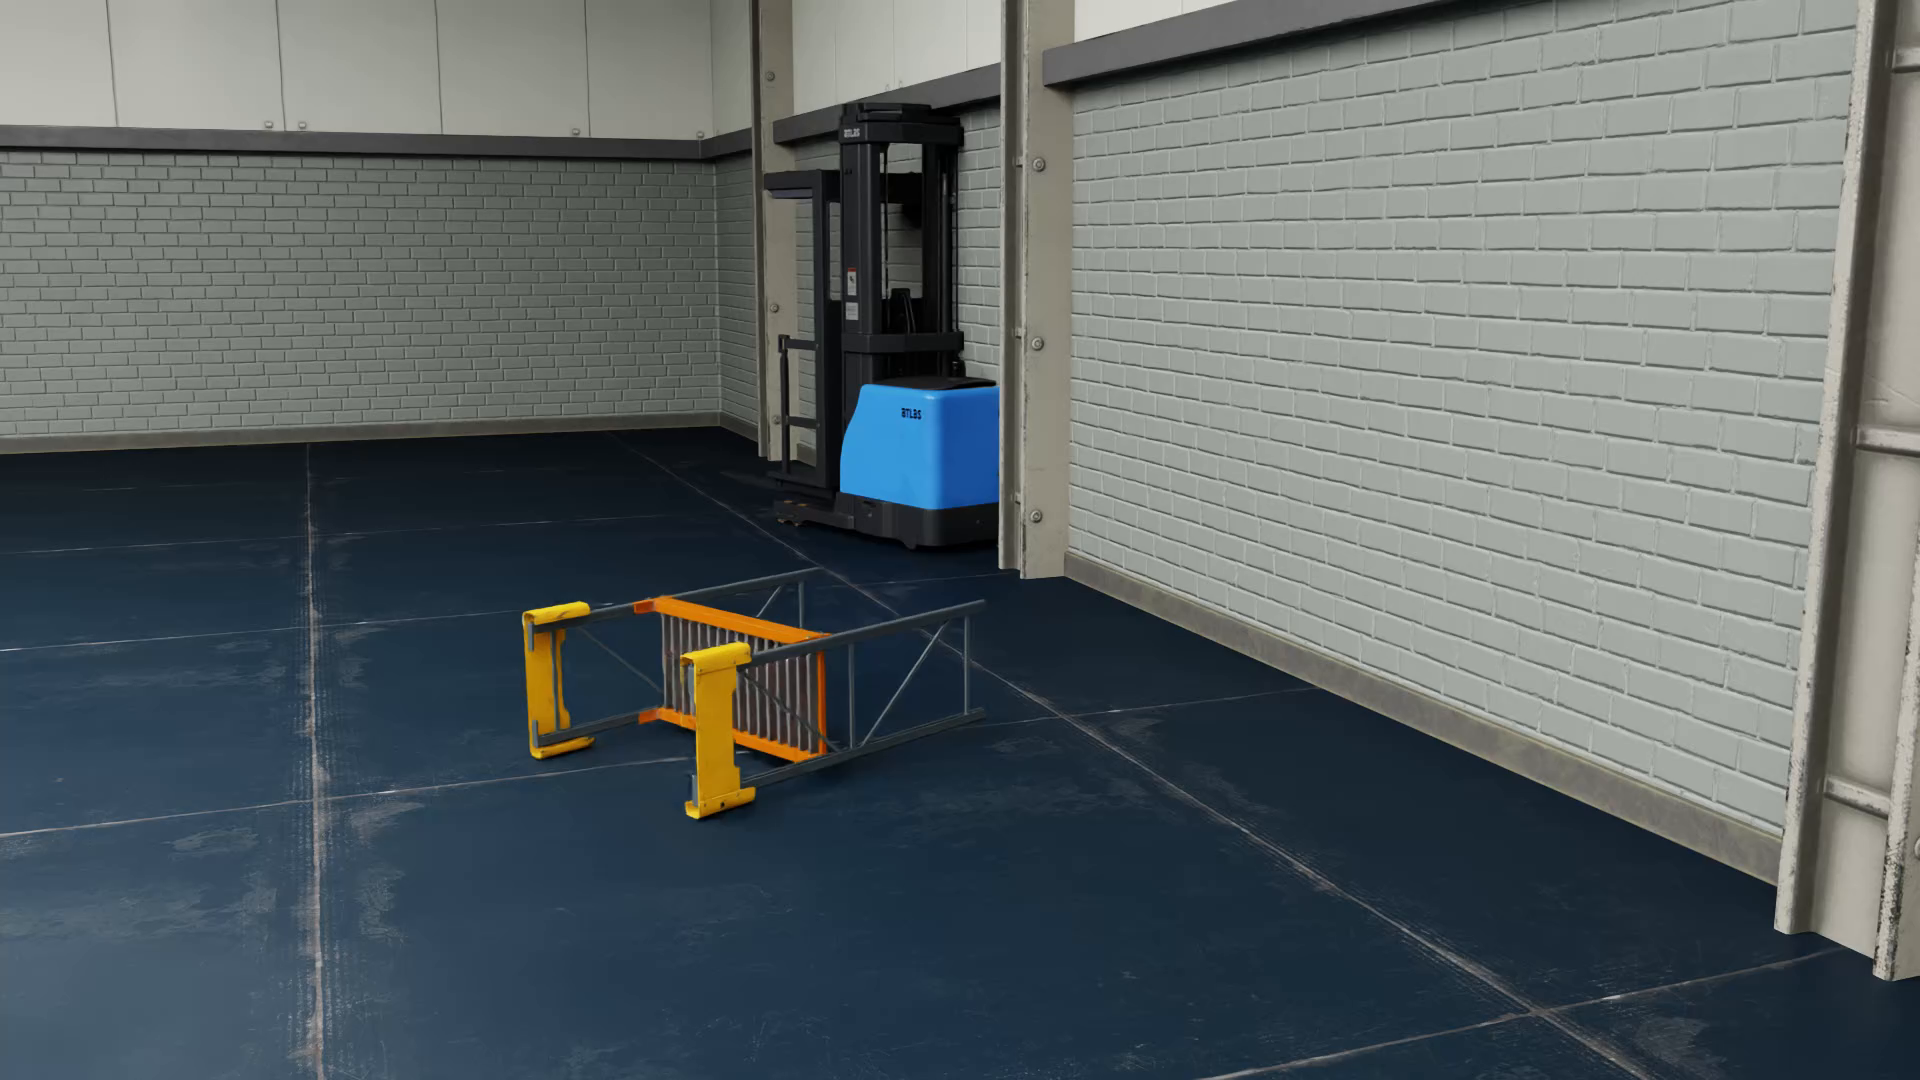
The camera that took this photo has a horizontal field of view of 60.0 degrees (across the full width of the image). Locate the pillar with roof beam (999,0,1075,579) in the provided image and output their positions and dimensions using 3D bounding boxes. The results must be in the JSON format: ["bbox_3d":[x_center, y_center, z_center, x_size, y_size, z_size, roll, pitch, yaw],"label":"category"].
[{"bbox_3d":[-3.557,-3.962,7.999,9.100,9.000,0.400,-4,11,-21],"label":"pillar with roof beam"}]

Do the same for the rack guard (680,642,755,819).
[{"bbox_3d":[-0.858,0.673,5.902,0.087,0.587,0.250,9,14,43],"label":"rack guard"}]

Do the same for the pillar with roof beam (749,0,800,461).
[{"bbox_3d":[-5.731,-4.941,13.505,9.100,9.000,0.400,-4,11,-21],"label":"pillar with roof beam"}]

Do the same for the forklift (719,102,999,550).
[{"bbox_3d":[-0.708,-1.588,11.977,1.130,2.935,3.031,-8,13,-38],"label":"forklift"}]

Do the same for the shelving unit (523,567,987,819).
[{"bbox_3d":[-0.792,0.530,6.685,1.083,0.587,1.500,9,14,43],"label":"shelving unit"}]

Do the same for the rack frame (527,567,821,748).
[{"bbox_3d":[-1.155,0.470,7.023,0.032,0.500,1.500,9,14,43],"label":"rack frame"}]

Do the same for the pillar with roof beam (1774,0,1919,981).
[{"bbox_3d":[-1.382,-2.983,2.493,9.100,9.000,0.400,-4,11,-21],"label":"pillar with roof beam"}]

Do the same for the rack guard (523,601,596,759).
[{"bbox_3d":[-1.583,0.553,6.575,0.087,0.587,0.250,9,14,43],"label":"rack guard"}]

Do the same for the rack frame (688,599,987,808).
[{"bbox_3d":[-0.415,0.592,6.336,0.032,0.500,1.500,9,14,43],"label":"rack frame"}]

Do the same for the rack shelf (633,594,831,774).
[{"bbox_3d":[-0.908,0.555,6.551,1.000,0.538,0.185,9,14,43],"label":"rack shelf"}]
